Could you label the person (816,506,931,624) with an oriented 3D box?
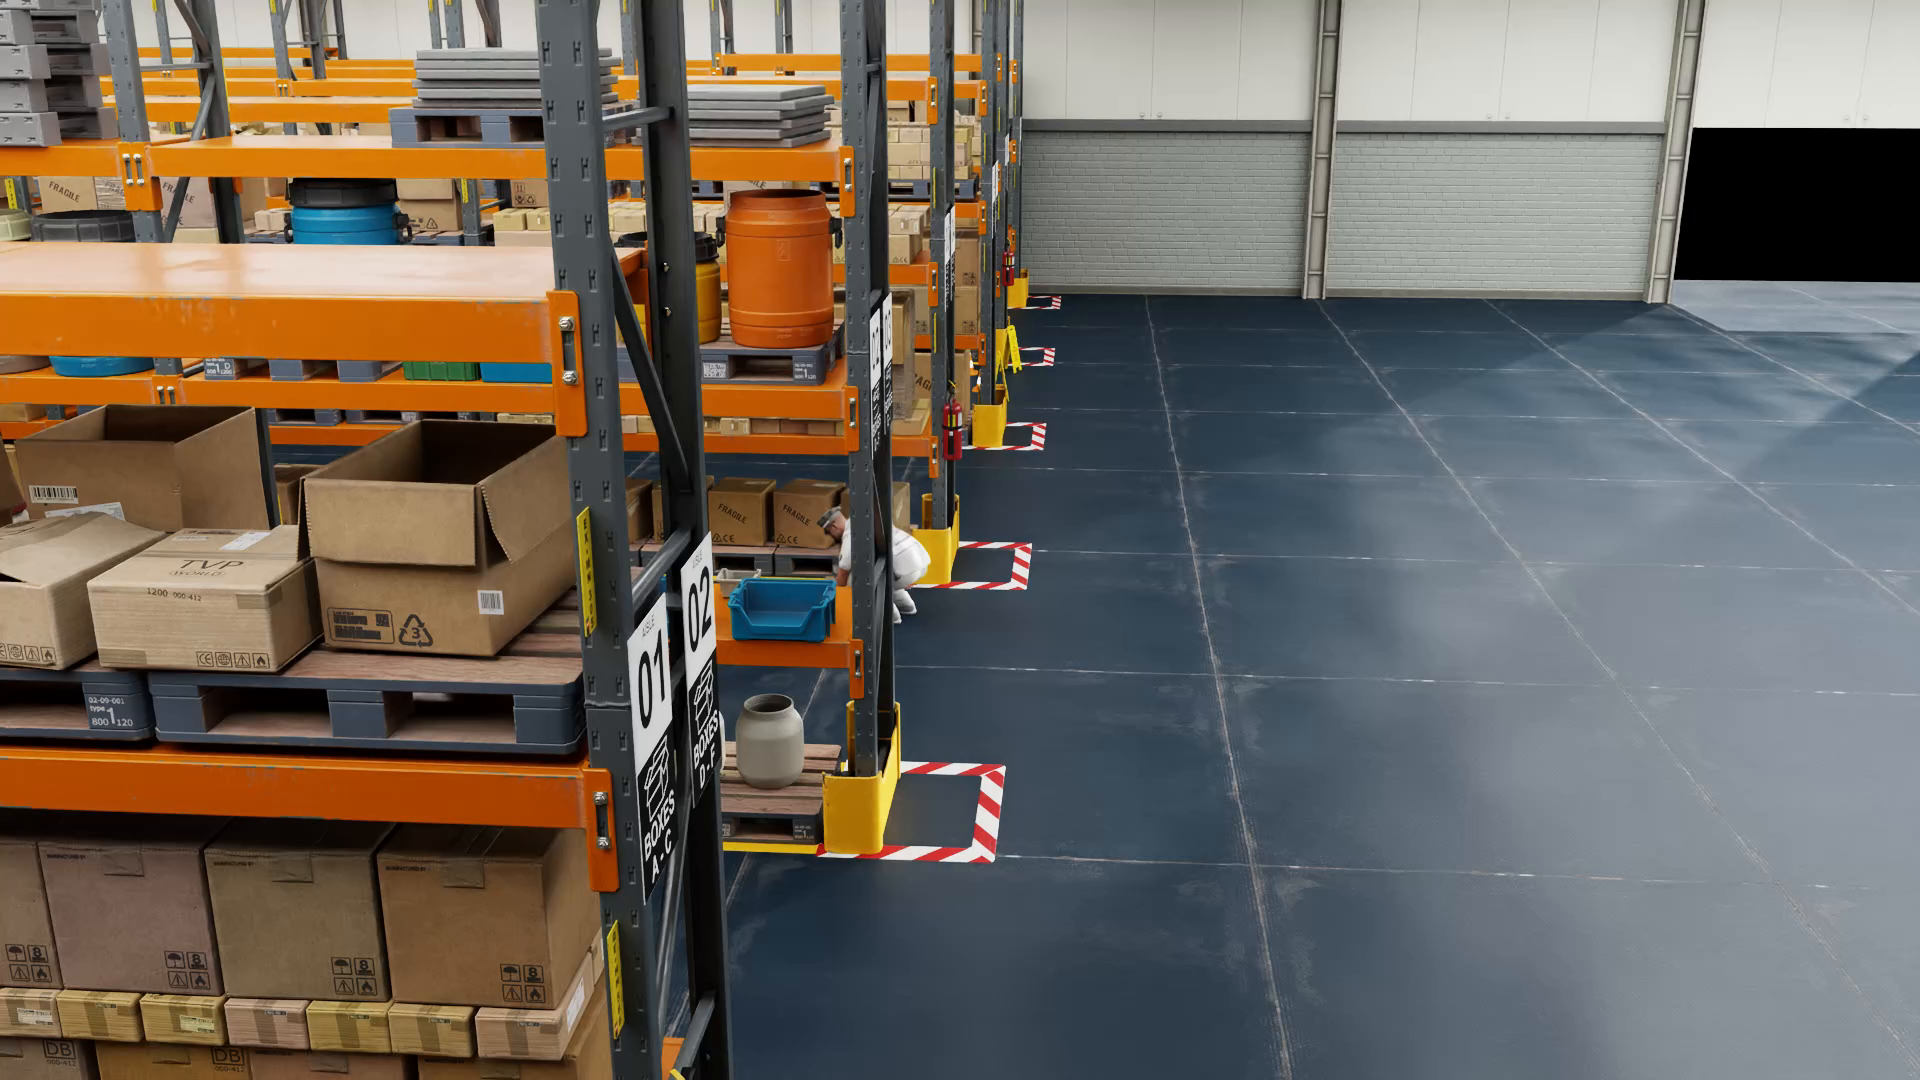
[{"bbox_3d":[-0.729,0.192,13.812,0.954,0.931,0.559,8,19,24],"label":"person"}]
